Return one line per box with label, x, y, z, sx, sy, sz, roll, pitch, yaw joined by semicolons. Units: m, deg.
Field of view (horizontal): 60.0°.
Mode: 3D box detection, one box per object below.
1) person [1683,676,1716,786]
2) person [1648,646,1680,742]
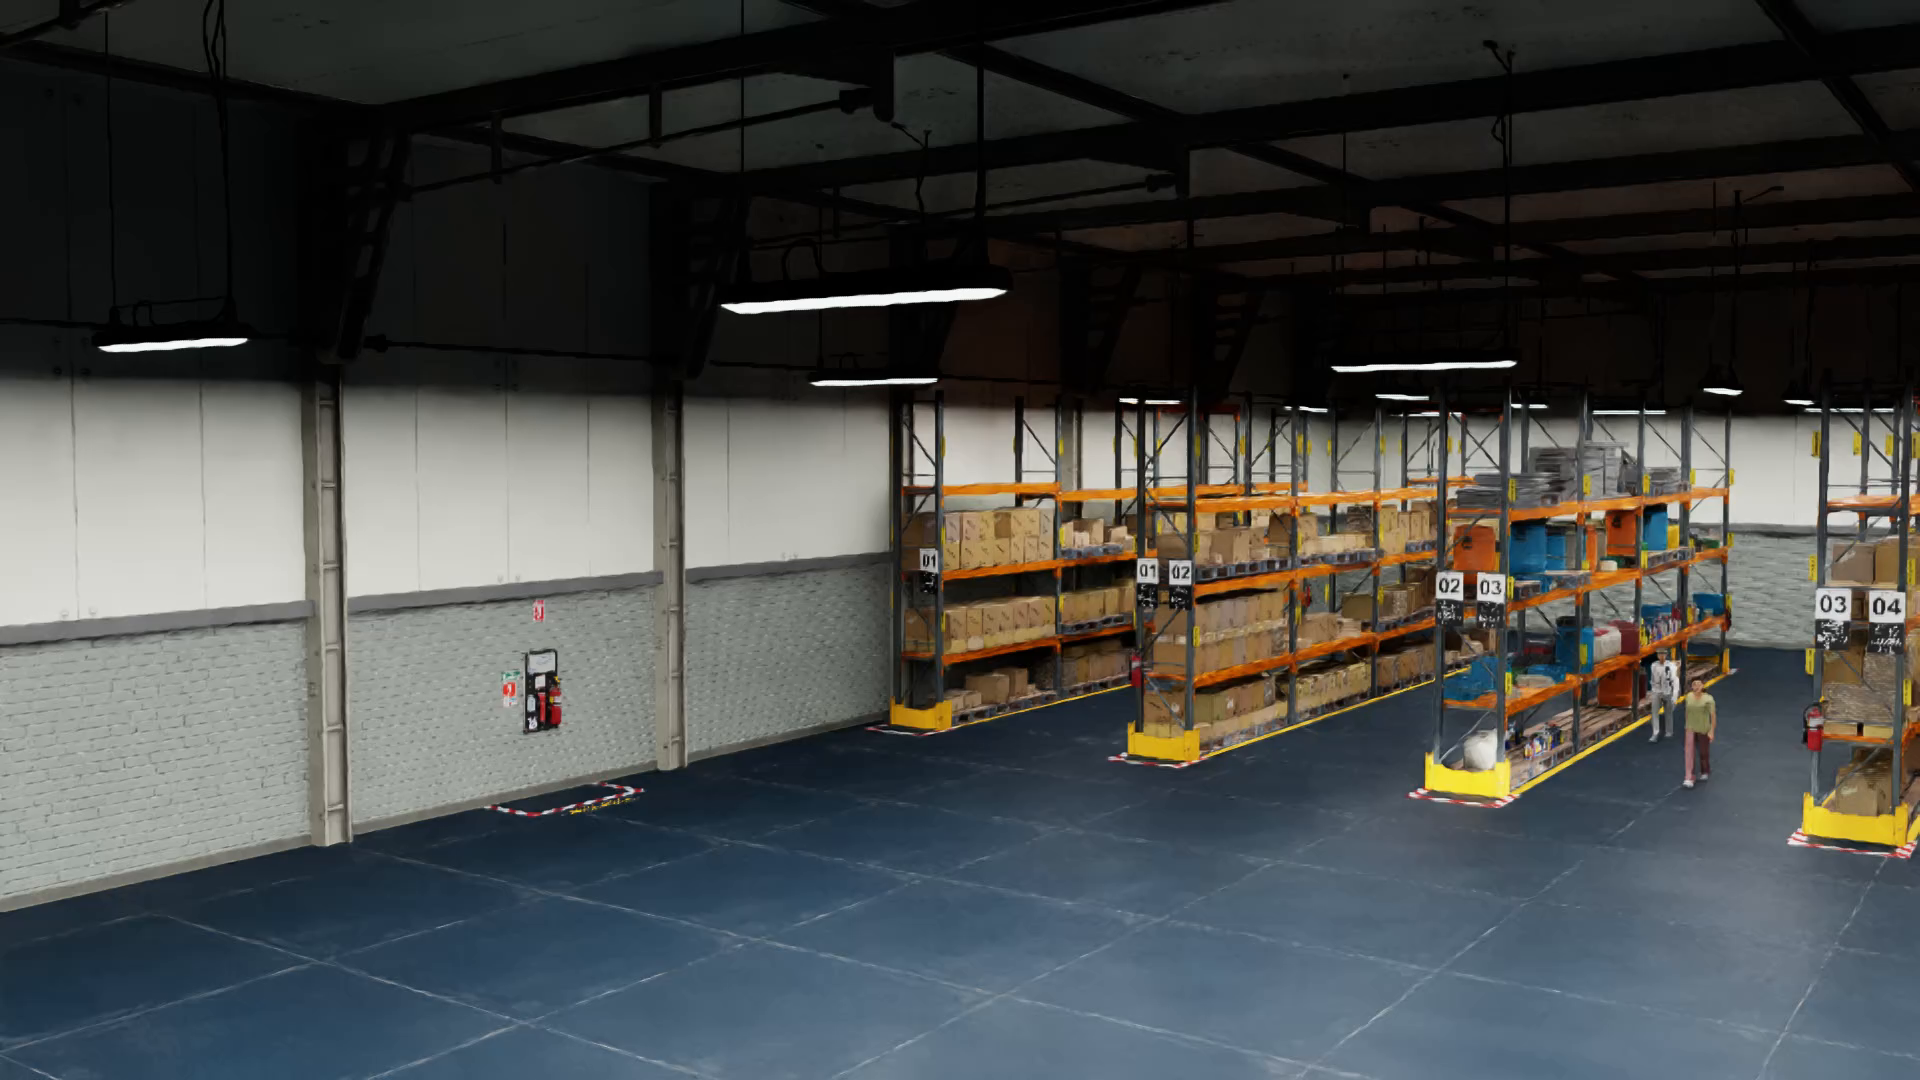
person;10.929;2.808;24.566;0.458;1.612;1.018;2;4;34
person;11.945;2.593;28.212;0.500;1.625;0.997;2;4;34
